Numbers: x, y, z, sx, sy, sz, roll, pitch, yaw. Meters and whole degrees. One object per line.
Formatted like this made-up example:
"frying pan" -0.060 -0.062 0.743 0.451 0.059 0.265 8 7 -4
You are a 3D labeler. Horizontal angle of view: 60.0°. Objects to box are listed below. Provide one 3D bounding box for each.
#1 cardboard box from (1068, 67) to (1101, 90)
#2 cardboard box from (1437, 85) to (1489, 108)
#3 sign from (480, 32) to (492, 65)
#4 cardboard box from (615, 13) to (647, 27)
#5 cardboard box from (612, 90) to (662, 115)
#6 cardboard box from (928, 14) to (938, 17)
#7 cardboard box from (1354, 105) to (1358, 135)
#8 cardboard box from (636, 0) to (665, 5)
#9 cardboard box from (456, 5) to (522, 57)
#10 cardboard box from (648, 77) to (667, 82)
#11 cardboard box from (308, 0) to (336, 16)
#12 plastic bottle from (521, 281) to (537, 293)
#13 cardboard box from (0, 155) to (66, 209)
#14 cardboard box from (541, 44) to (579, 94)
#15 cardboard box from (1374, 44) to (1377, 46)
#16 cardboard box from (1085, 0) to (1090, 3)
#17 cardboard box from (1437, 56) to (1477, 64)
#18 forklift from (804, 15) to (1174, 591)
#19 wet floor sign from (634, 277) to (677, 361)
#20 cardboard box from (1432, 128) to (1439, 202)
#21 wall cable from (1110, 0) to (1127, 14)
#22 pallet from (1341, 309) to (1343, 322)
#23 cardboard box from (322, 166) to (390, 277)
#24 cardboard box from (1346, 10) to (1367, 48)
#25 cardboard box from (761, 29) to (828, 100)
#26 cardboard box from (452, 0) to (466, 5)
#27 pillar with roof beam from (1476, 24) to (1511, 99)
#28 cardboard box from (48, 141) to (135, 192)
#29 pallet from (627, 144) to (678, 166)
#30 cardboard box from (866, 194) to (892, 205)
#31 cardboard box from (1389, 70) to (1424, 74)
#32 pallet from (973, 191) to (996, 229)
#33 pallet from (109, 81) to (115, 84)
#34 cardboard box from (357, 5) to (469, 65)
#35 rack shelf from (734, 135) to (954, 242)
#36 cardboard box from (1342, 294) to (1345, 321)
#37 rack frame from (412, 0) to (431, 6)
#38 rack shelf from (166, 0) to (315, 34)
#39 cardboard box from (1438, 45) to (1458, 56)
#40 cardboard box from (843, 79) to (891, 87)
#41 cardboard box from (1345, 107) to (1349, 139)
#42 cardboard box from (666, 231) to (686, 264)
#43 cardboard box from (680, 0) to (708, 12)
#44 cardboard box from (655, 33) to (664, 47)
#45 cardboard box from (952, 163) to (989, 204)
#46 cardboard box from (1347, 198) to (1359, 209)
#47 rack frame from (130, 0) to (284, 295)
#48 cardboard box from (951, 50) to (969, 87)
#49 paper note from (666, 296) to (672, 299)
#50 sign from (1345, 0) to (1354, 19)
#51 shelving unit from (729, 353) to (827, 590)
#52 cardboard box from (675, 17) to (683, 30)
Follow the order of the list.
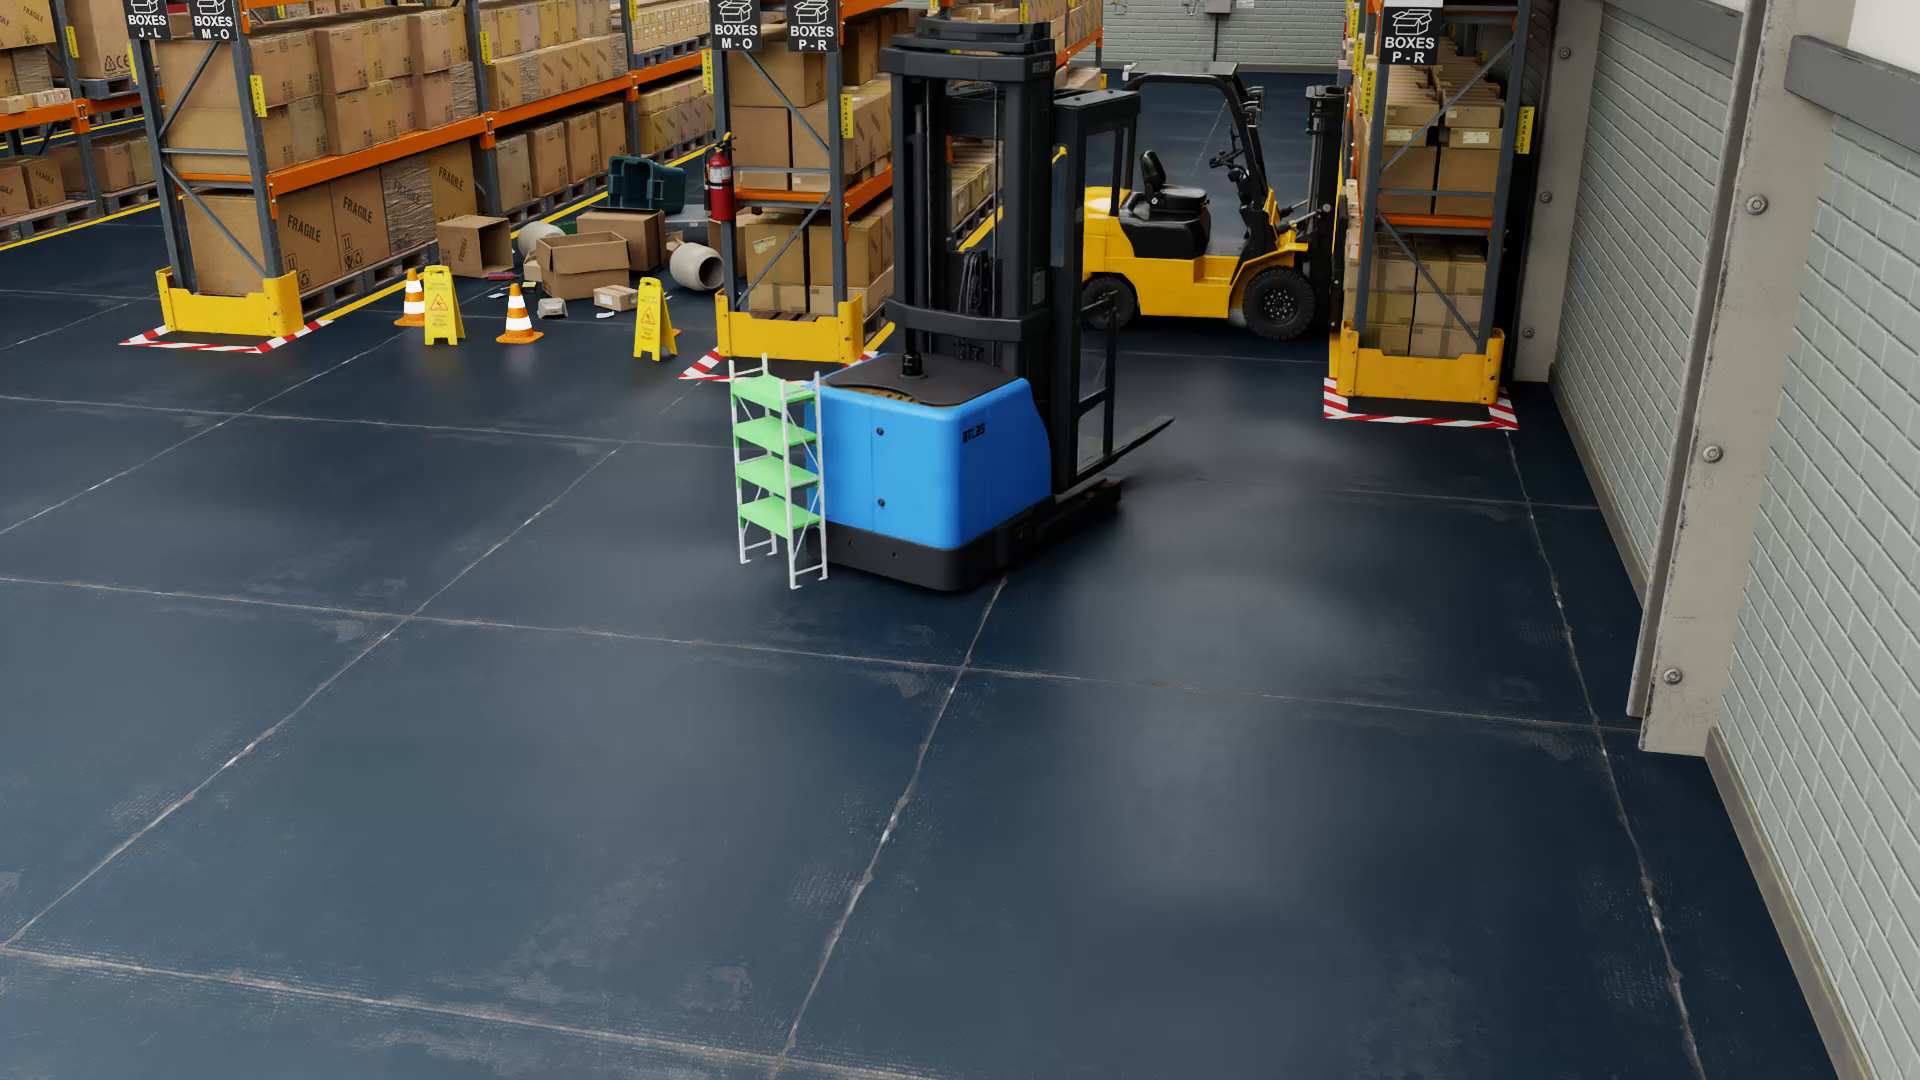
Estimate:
"cardboard box" 1.826 -7.498 27.323 0.875 0.438 0.875 4 22 9
"cardboard box" 3.957 -3.482 13.084 0.380 0.149 0.250 5 23 13
"sign" -4.909 -5.089 17.209 0.100 0.325 0.005 4 22 11
"cardboard box" -4.300 -6.762 21.606 0.380 0.149 0.250 4 22 9
"cardboard box" -4.258 -5.772 21.950 0.500 0.250 0.500 3 22 8
"cardboard box" -0.289 -5.661 18.801 0.500 0.500 0.500 5 22 12
"cardboard box" 4.121 -4.109 16.243 0.500 0.250 0.500 5 22 12
"cardboard box" -4.456 -7.667 23.854 0.380 0.149 0.250 5 22 11
"cardboard box" -5.254 -5.573 18.203 0.700 0.500 0.500 4 22 10
"cardboard box" -4.444 -6.370 23.435 0.500 0.250 0.500 5 23 13
"cardboard box" -9.170 -7.586 23.198 0.797 0.503 0.637 5 22 12
"plastic bottle" -4.072 -2.395 15.719 0.133 0.061 0.283 -3 22 -8
"cardboard box" -10.408 -3.999 18.553 0.500 0.500 0.500 4 22 9
"cardboard box" -4.771 -5.463 19.270 0.500 0.500 0.500 5 22 12
"cardboard box" 4.484 -5.218 17.793 0.380 0.149 0.250 5 22 12
"cardboard box" 1.711 -8.498 25.468 0.500 0.500 0.500 4 22 11
"cardboard box" 4.505 -4.320 15.165 0.380 0.149 0.250 5 22 11
"forklift" 0.350 -1.582 9.859 1.130 2.935 3.031 14 26 31
"wet floor sign" -2.488 -1.809 13.481 0.267 0.644 0.232 13 25 29
"cardboard box" 3.916 -2.911 12.931 0.500 0.500 0.500 5 23 13
"wall cable" 2.991 -11.290 32.470 0.585 1.953 0.123 4 22 11
"pallet" 3.824 -1.946 14.403 1.003 0.211 1.213 4 22 11
"cardboard box" -6.017 -3.014 15.603 0.875 0.875 0.875 4 22 10
"cardboard box" 5.323 -6.505 21.295 0.700 0.500 0.500 4 22 11
"cardboard box" -1.401 -3.925 13.714 0.700 0.500 0.500 5 22 11
"cardboard box" -8.199 -8.784 26.449 0.500 0.500 0.500 4 22 11
"pillar with roof beam" 1.492 -8.003 17.680 9.100 9.000 0.400 4 22 11
"cardboard box" -10.141 -4.375 19.458 0.700 0.500 0.500 3 22 7
"pallet" -4.475 -5.147 22.352 1.003 0.211 1.213 4 22 11
"cardboard box" -0.750 -2.813 14.938 0.500 0.500 0.500 5 22 12
"cardboard box" 3.734 -3.889 14.094 0.380 0.149 0.250 4 22 11
"pallet" -0.182 -3.791 18.983 1.003 0.211 1.213 4 22 11
"pallet" -9.835 -5.754 20.382 1.003 0.211 1.213 4 22 11
"cardboard box" -5.561 -5.130 16.931 0.875 0.550 0.550 4 22 11
"rack shelf" -0.994 -3.287 14.962 1.077 0.370 4.000 4 22 11
"cardboard box" 3.355 -1.808 13.447 0.500 0.250 0.500 4 22 11
"rack frame" -8.655 -8.033 25.784 1.000 3.000 0.127 4 22 11
"rack shelf" -5.860 -5.018 15.247 1.077 0.370 4.000 4 22 11
"cardboard box" 5.085 -5.174 17.683 0.380 0.149 0.250 4 22 10
"cardboard box" -0.733 -3.788 14.712 0.500 0.500 0.500 4 22 10
"cardboard box" 5.489 -5.581 22.479 0.500 0.500 0.500 4 22 10
"cardboard box" -2.853 -2.949 16.821 0.258 0.266 0.396 -11 25 -26
"cardboard box" -3.819 -7.618 23.731 0.380 0.149 0.250 4 22 9
"cardboard box" -4.184 -6.677 22.192 0.380 0.149 0.250 5 23 13
"cardboard box" -0.198 -4.037 18.818 0.950 0.372 0.625 5 23 13
"cardboard box" 3.664 -2.836 14.660 0.500 0.250 0.500 5 23 13
"rack frame" -6.268 -3.229 13.857 1.000 3.000 0.127 4 22 11
"cardboard box" -0.209 -4.881 16.863 0.500 0.500 0.500 5 22 12
"paper note" -2.700 -2.252 15.432 0.032 0.001 0.123 4 22 11
"sign" 5.374 -7.341 22.906 0.100 0.325 0.005 4 22 11
"shelving unit" -1.002 -0.382 9.193 0.258 1.200 0.503 -18 28 -37
"cardboard box" -4.028 -7.103 22.851 0.380 0.149 0.250 5 23 13
